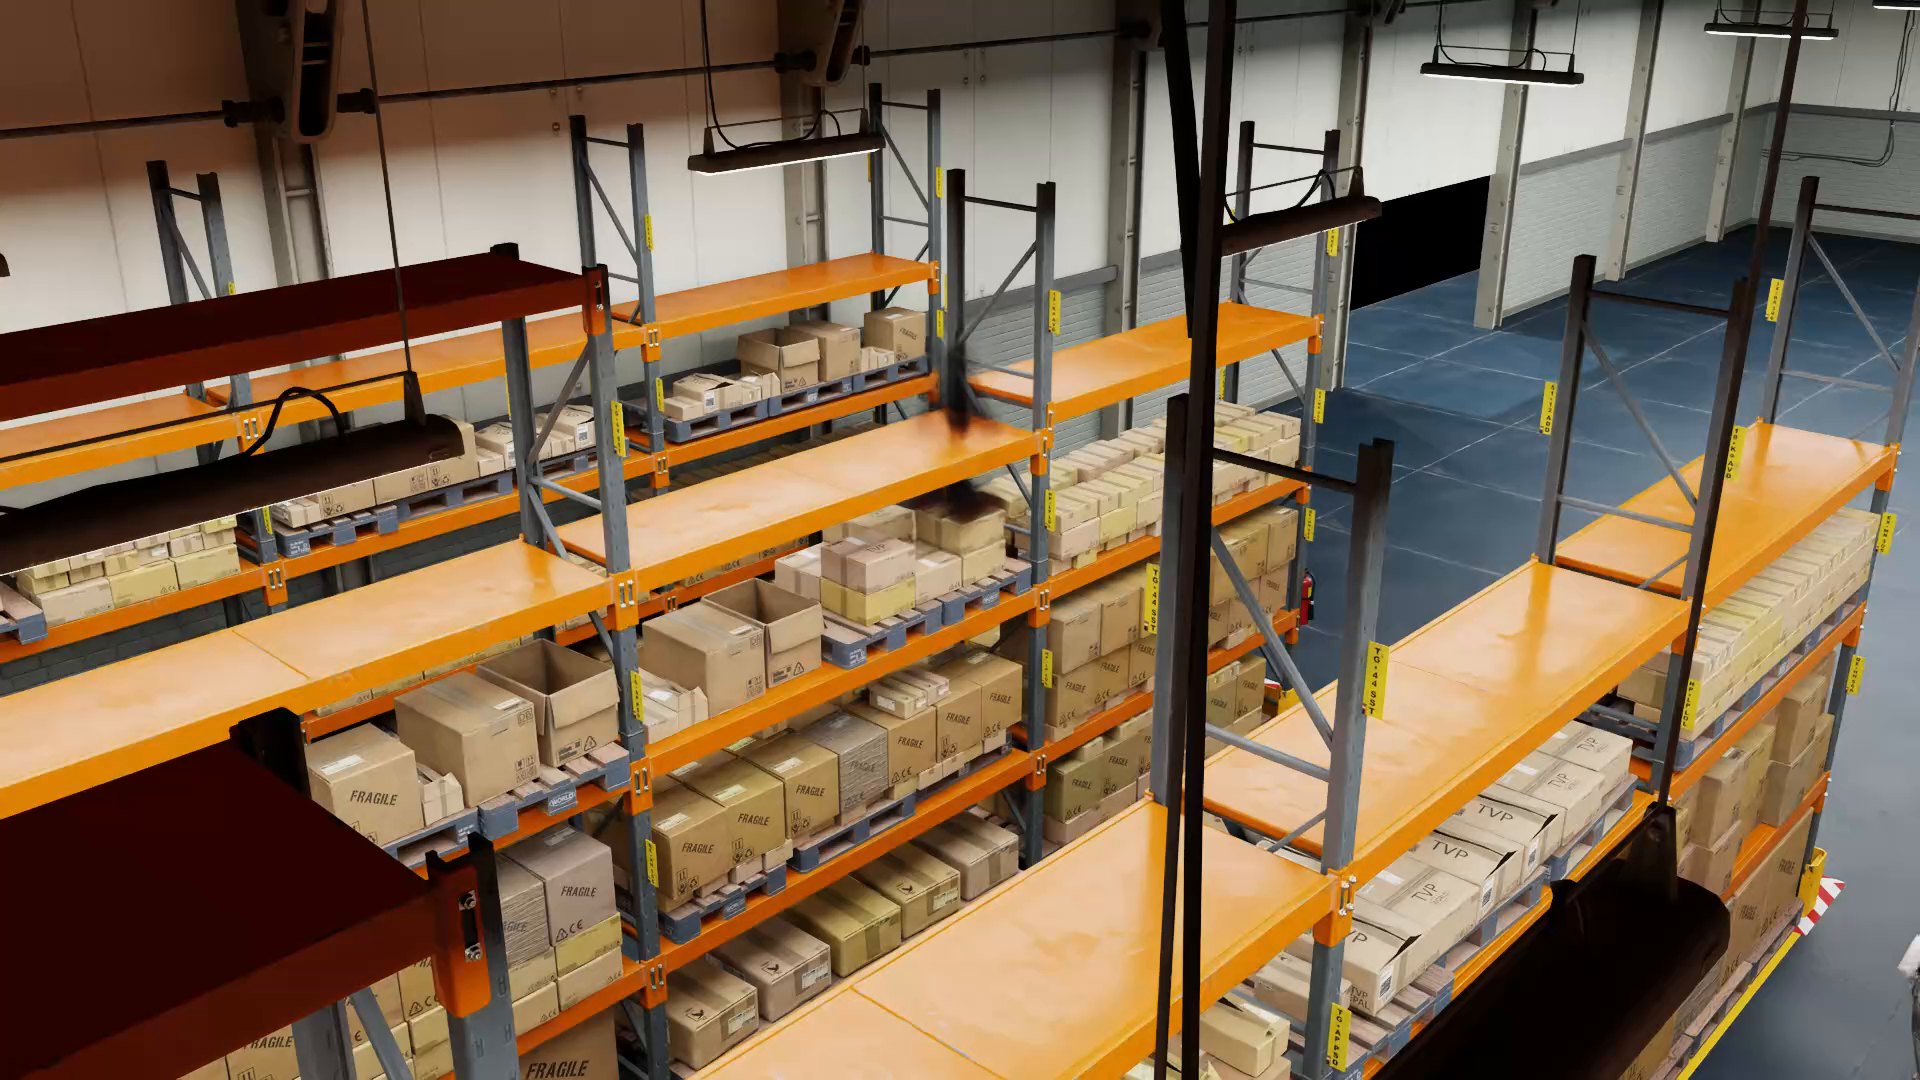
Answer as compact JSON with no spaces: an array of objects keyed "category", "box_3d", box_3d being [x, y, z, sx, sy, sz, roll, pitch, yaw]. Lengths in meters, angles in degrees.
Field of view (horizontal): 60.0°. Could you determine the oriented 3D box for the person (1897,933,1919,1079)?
[{"category":"person","box_3d":[6.772,3.244,11.463,0.636,1.668,0.751,9,23,23]}]
